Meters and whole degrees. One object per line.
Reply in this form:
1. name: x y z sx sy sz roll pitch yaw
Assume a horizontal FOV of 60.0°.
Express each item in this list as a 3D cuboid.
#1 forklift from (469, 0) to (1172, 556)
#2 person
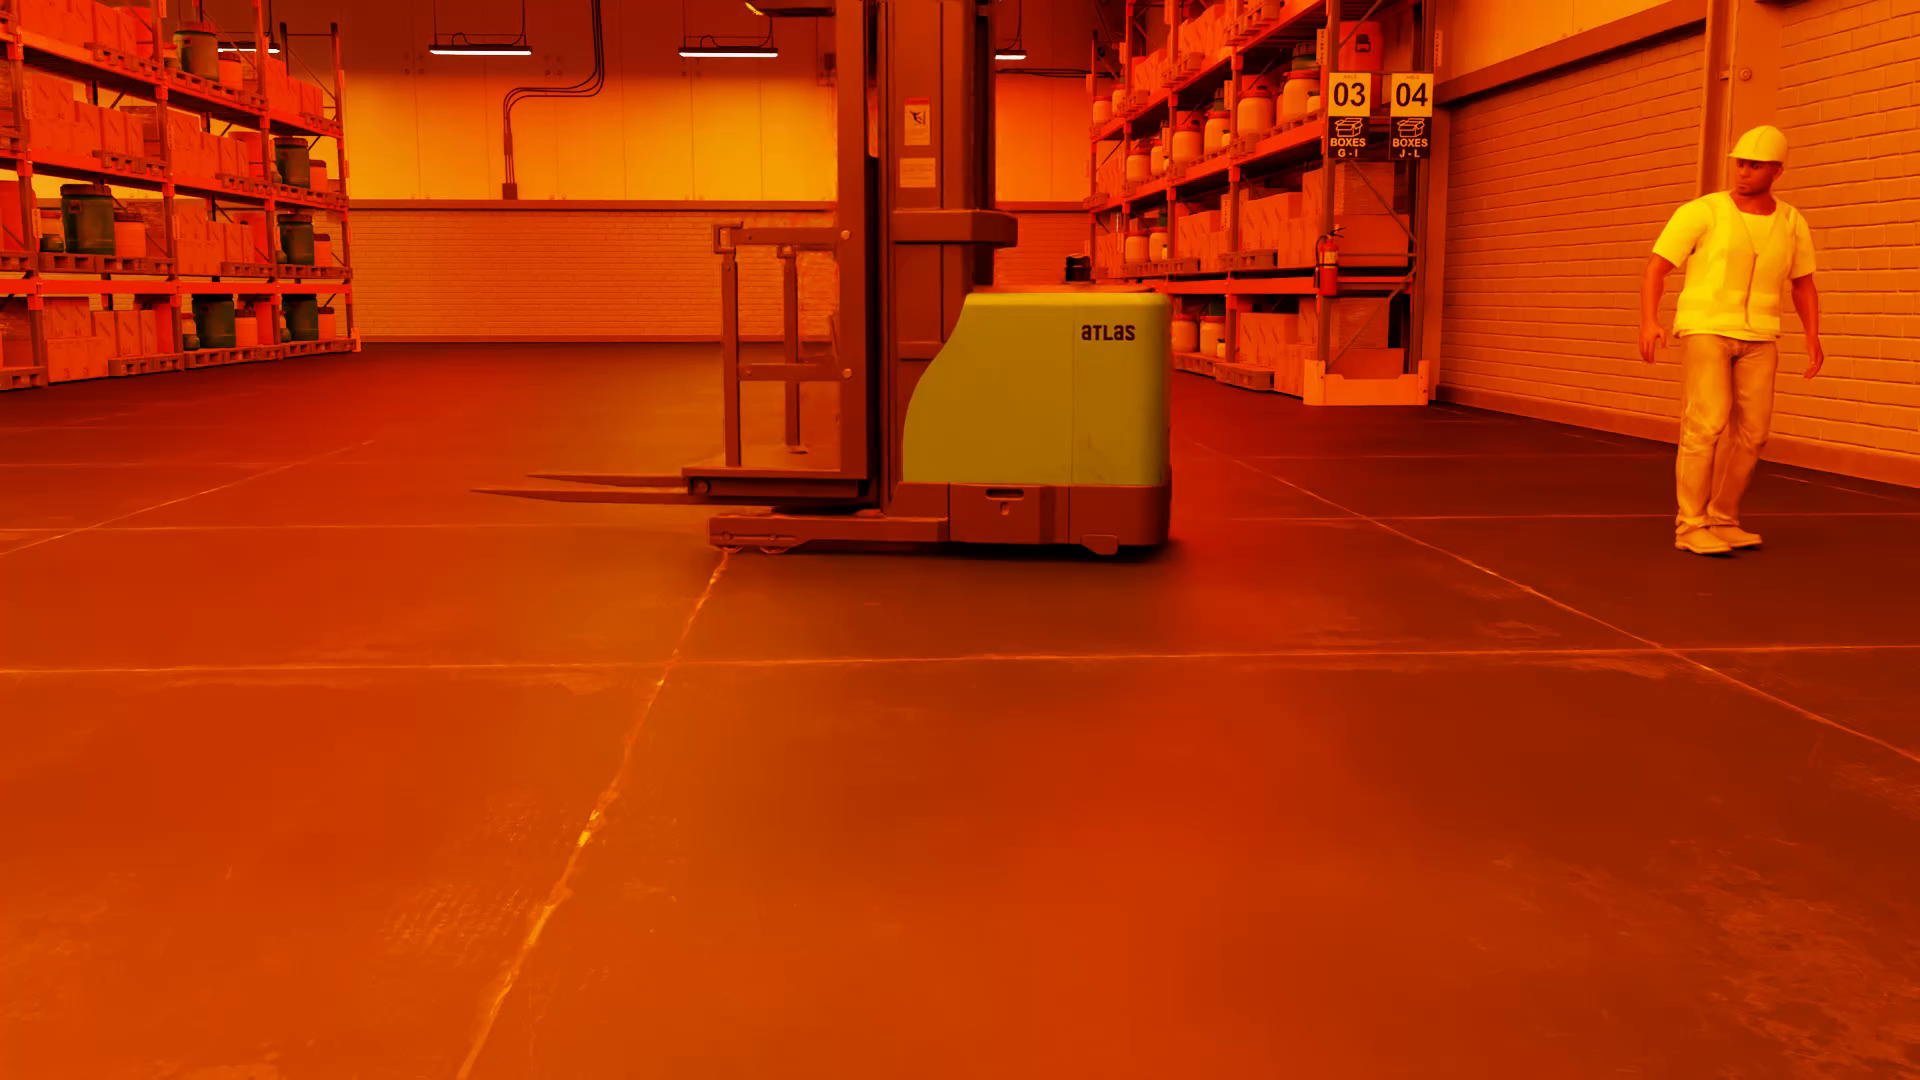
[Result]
1. forklift: -0.604 -1.463 7.183 3.031 2.935 1.130 1 9 9
2. person: 3.244 -0.830 6.934 0.780 1.755 0.504 -1 8 -6
